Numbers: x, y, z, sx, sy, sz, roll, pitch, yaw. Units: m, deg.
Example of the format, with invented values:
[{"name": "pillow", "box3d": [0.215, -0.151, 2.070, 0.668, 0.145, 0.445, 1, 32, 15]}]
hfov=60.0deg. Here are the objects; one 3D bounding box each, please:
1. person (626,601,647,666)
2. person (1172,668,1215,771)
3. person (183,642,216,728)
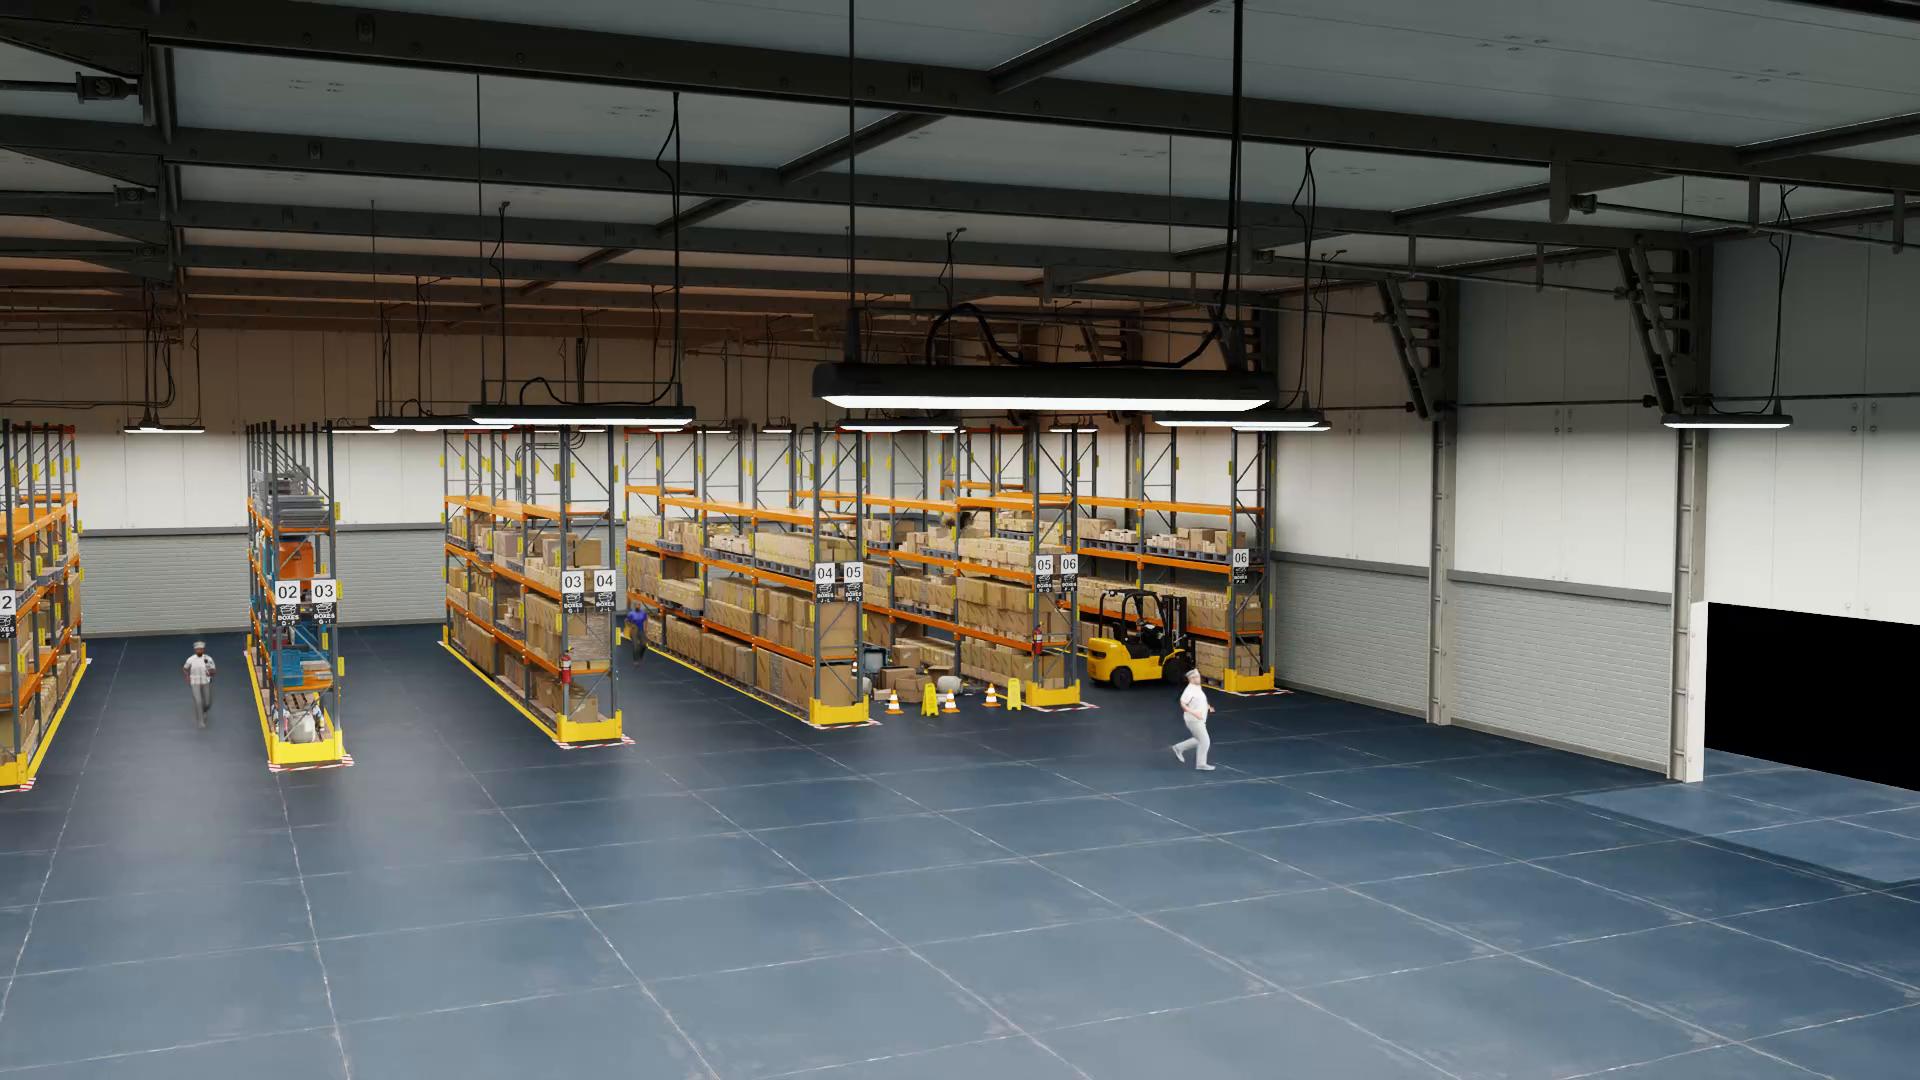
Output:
[{"name": "person", "box3d": [-8.003, 2.336, 41.312, 0.584, 1.625, 0.620, -2, 4, -23]}, {"name": "person", "box3d": [4.015, 3.064, 28.547, 0.758, 1.741, 0.672, 1, 4, 21]}, {"name": "person", "box3d": [-14.993, 2.838, 32.813, 0.588, 1.657, 0.834, -2, 4, -31]}]
